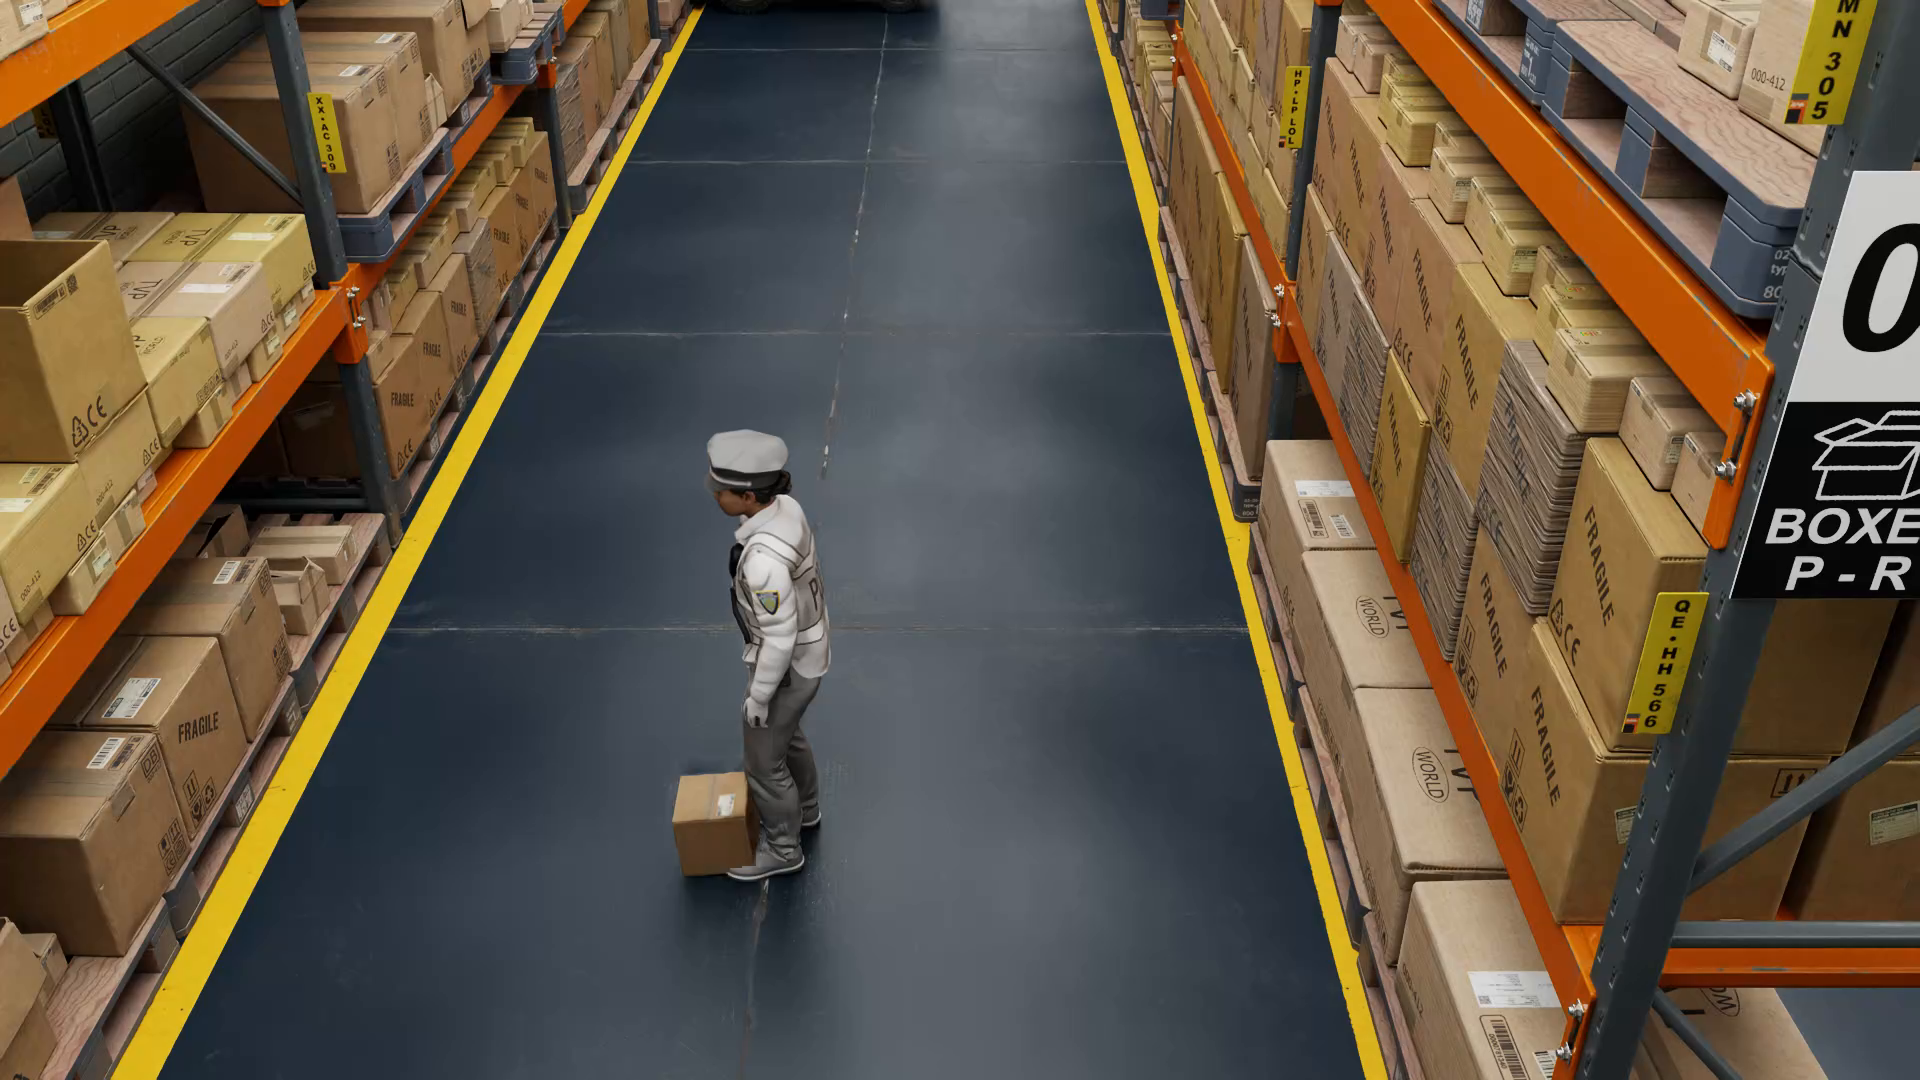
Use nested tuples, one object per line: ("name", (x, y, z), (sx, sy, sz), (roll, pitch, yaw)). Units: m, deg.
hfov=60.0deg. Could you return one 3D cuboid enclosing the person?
("person", (-0.629, 0.403, 5.480), (0.412, 1.664, 0.514), (-1, 32, -2))
